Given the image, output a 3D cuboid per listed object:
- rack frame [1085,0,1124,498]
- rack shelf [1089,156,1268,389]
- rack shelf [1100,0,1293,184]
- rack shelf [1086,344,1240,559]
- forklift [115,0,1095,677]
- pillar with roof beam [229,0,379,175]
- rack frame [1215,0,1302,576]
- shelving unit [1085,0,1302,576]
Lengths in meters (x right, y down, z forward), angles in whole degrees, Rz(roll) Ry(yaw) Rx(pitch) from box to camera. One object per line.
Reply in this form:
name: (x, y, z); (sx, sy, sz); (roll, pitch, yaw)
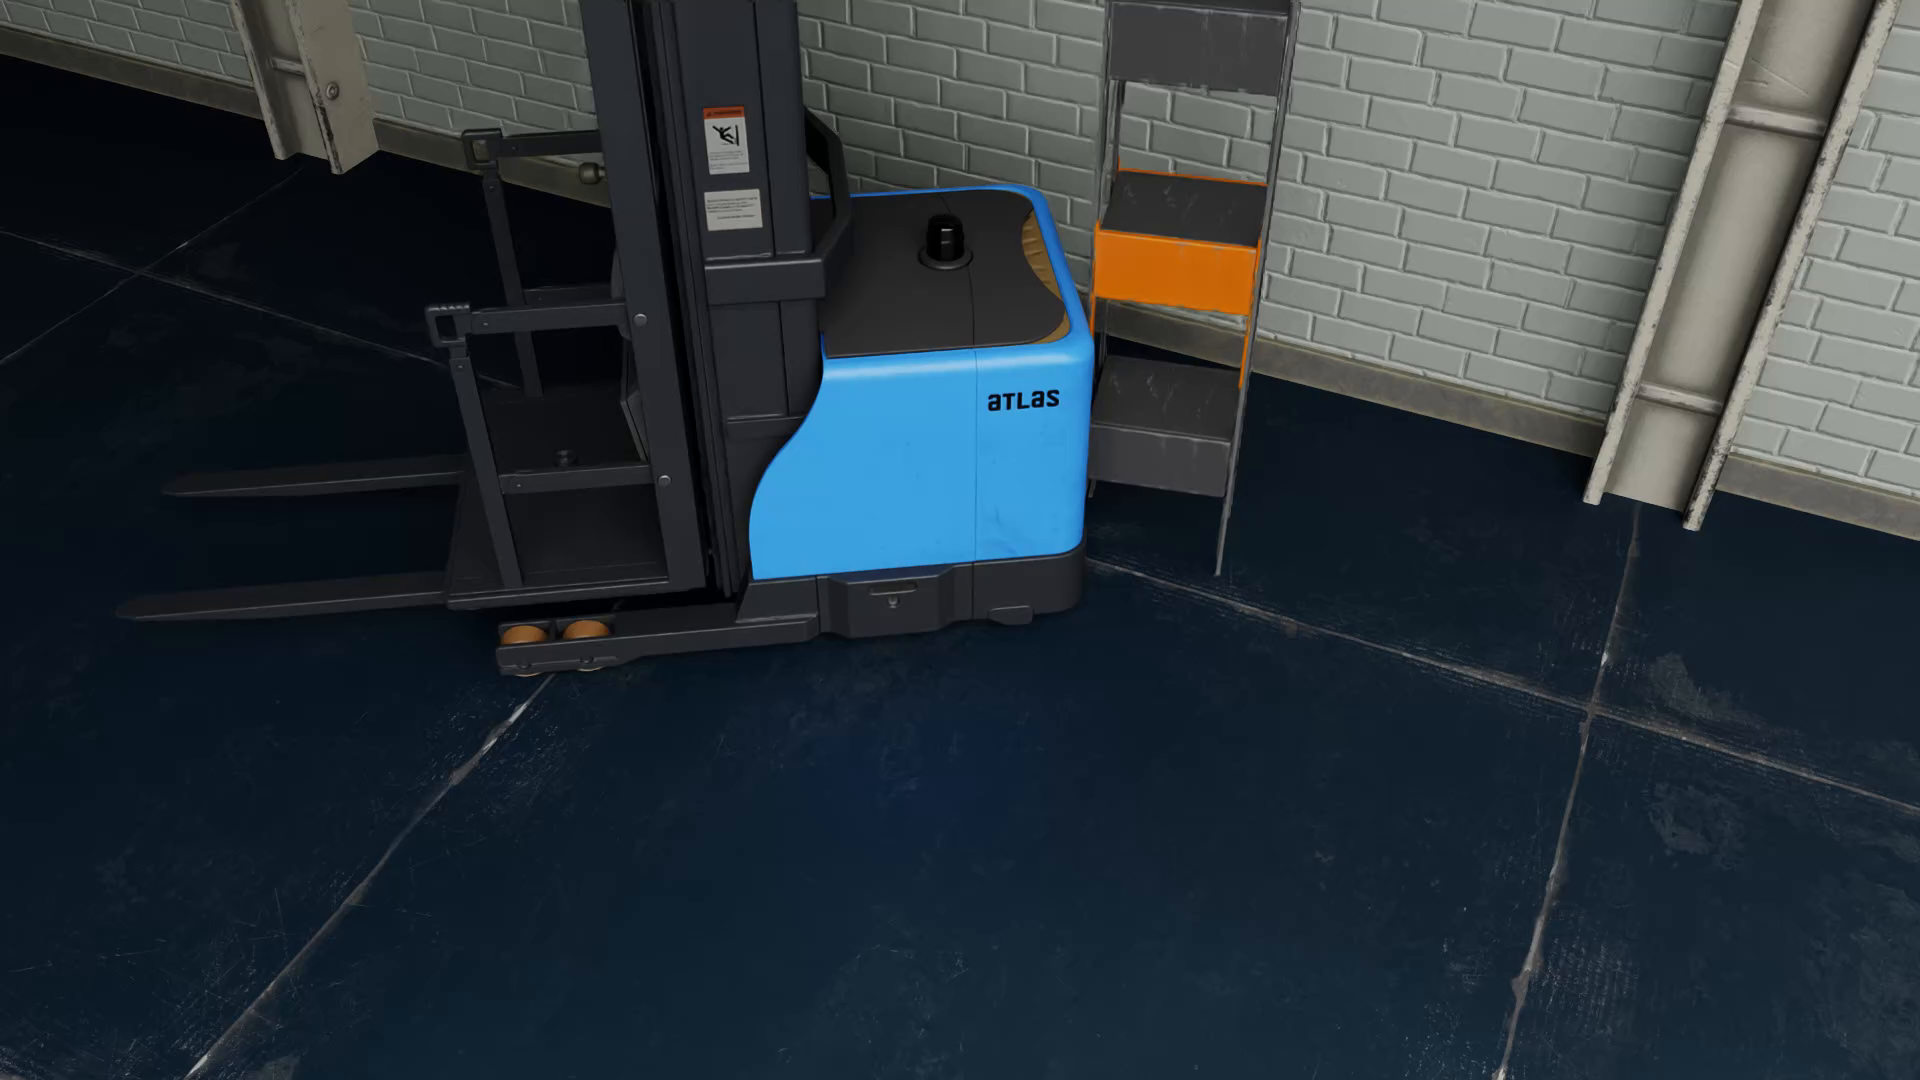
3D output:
rack frame: (0.438, -0.872, 5.153); (0.015, 2.100, 0.400); (9, 42, 10)
rack shelf: (0.675, -0.826, 5.121); (0.480, 0.518, 0.431); (9, 42, 10)
rack shelf: (0.675, -1.355, 4.662); (0.480, 0.518, 0.431); (9, 42, 10)
rack shelf: (0.675, -0.297, 5.579); (0.480, 0.518, 0.431); (9, 42, 10)
forklift: (-1.152, -1.044, 4.717); (3.031, 2.935, 1.130); (-5, 41, -5)
pillar with roof beam: (-4.803, -2.682, 1.973); (0.400, 9.000, 9.100); (17, 44, 19)
rack frame: (0.913, -0.800, 5.070); (0.015, 2.100, 0.400); (9, 42, 10)
shelving unit: (0.675, -0.836, 5.112); (0.503, 2.100, 0.431); (9, 42, 10)
